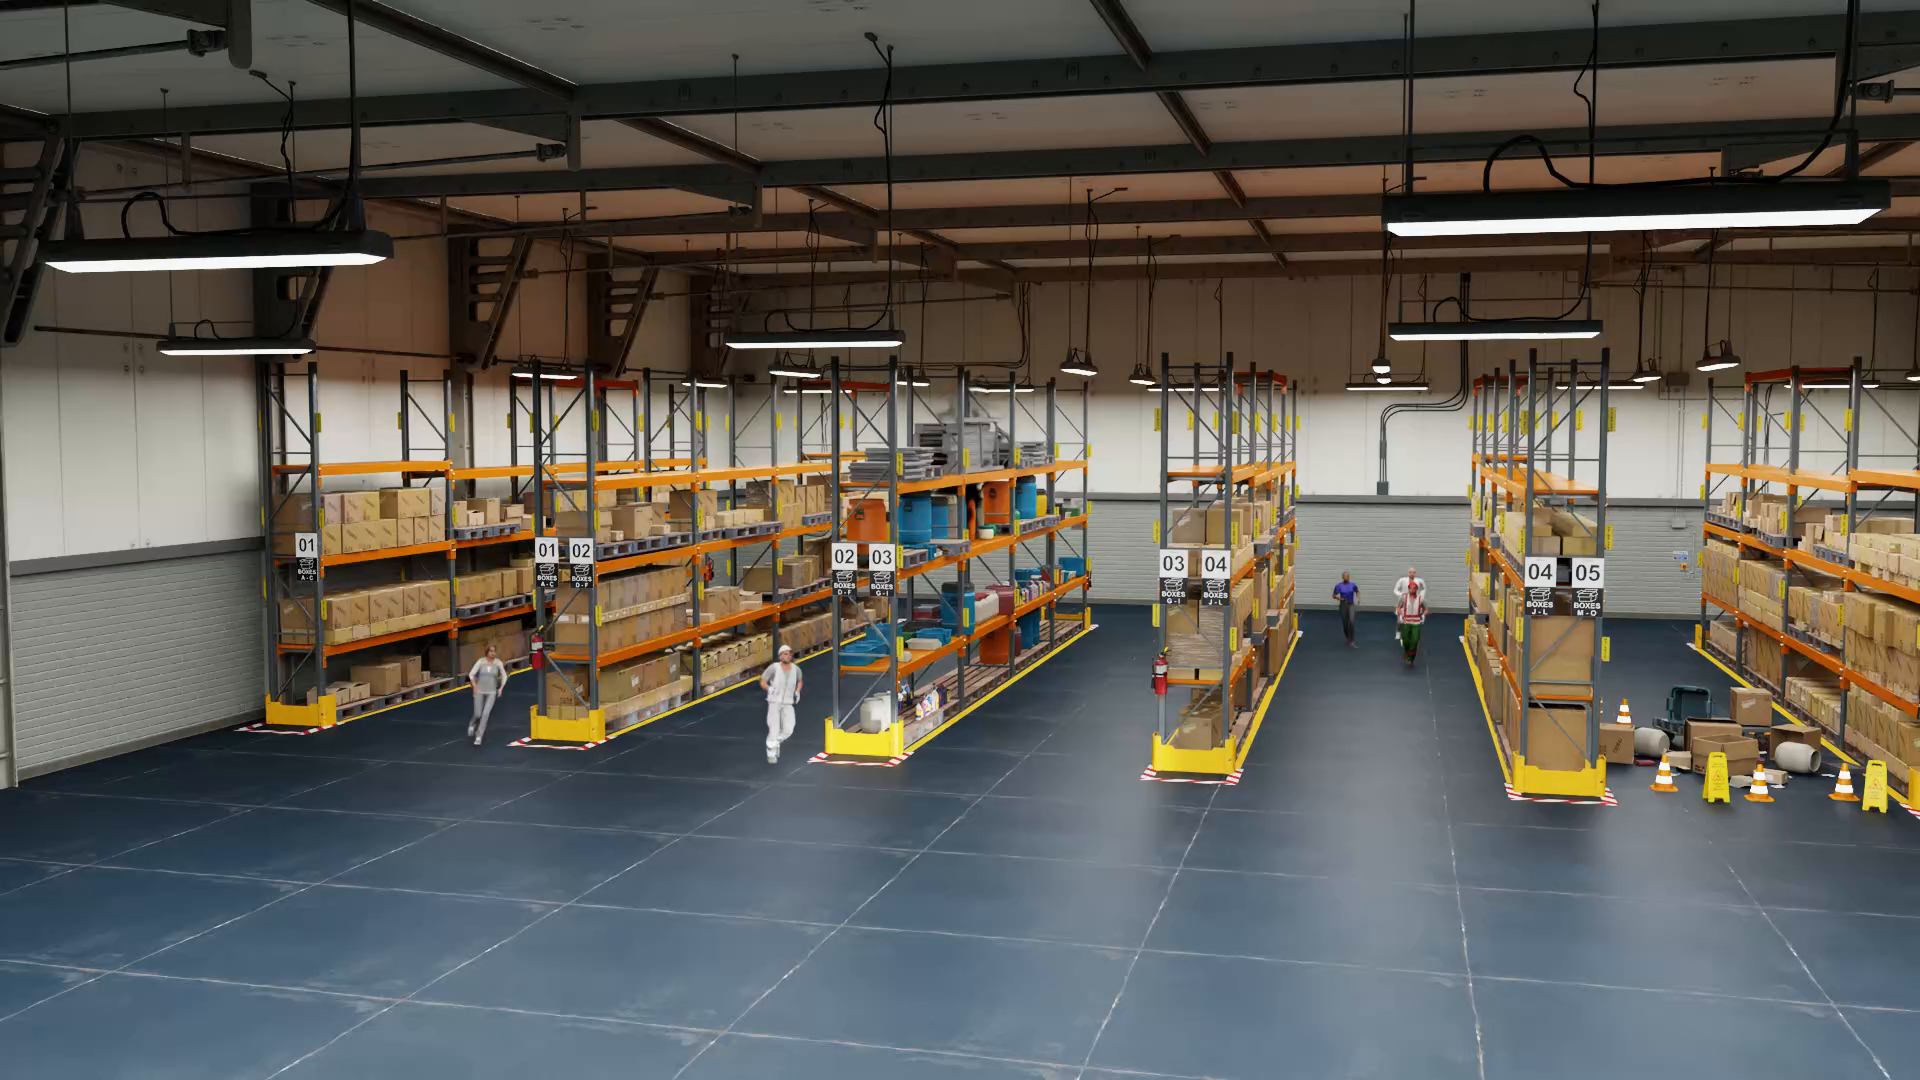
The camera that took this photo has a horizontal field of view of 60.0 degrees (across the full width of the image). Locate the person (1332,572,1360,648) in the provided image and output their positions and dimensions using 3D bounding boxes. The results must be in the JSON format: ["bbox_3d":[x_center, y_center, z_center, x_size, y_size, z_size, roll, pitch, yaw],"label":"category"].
[{"bbox_3d":[8.666,1.562,37.366,0.603,1.716,0.775,1,4,7],"label":"person"}]

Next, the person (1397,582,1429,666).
[{"bbox_3d":[9.327,1.724,34.293,0.638,1.740,0.588,1,4,17],"label":"person"}]

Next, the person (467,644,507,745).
[{"bbox_3d":[-7.416,2.397,26.095,0.602,1.545,0.559,-2,4,-21],"label":"person"}]

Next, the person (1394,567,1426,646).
[{"bbox_3d":[10.152,1.490,37.523,0.704,1.756,1.005,1,4,13],"label":"person"}]

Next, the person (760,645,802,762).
[{"bbox_3d":[-2.599,2.413,24.517,0.675,1.728,0.616,-2,4,-20],"label":"person"}]
